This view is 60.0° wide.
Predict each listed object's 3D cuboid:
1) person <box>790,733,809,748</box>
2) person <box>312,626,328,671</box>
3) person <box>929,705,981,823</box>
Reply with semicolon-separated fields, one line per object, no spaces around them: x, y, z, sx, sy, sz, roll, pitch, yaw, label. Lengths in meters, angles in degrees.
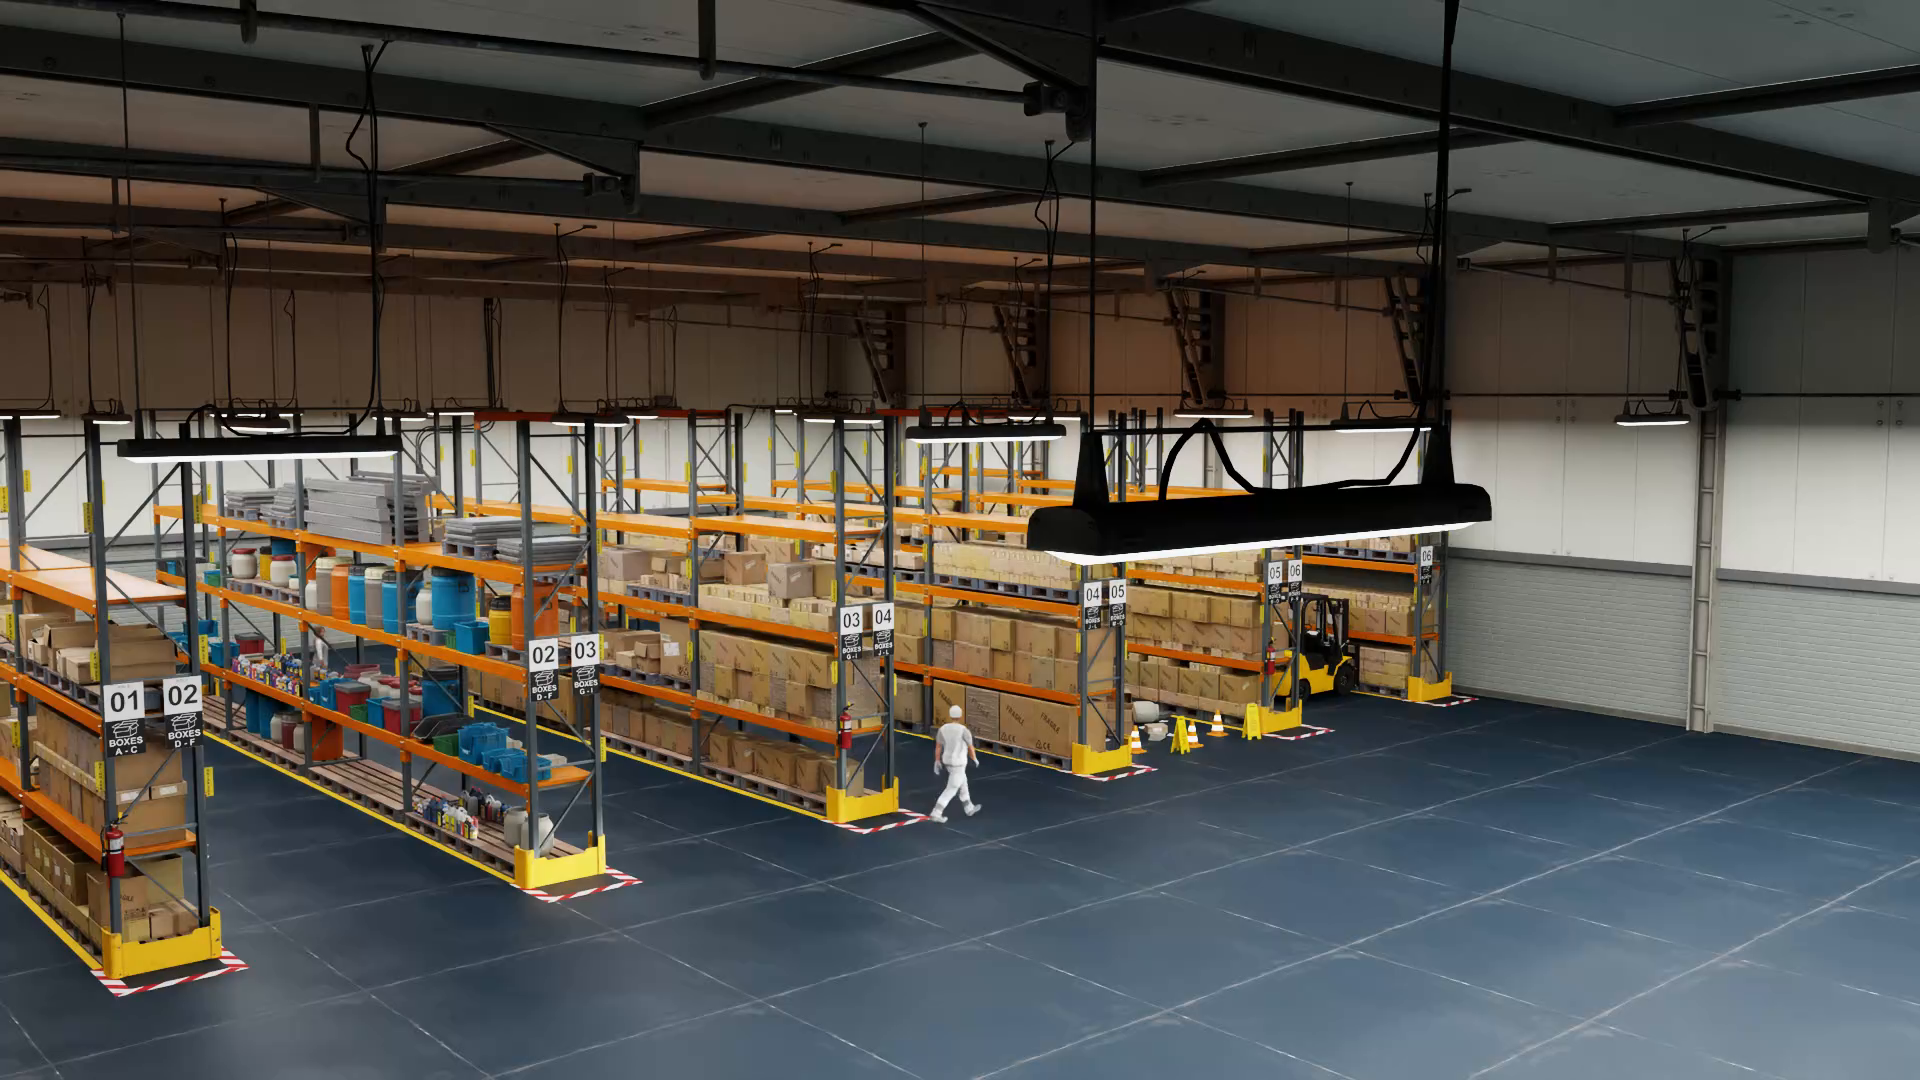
-2.851;2.937;29.619;0.361;1.601;0.472;-2;5;-22;person
-13.059;2.545;33.937;0.435;1.594;0.448;-4;6;-39;person
-0.036;3.301;24.625;1.077;1.741;0.515;-4;6;-37;person
